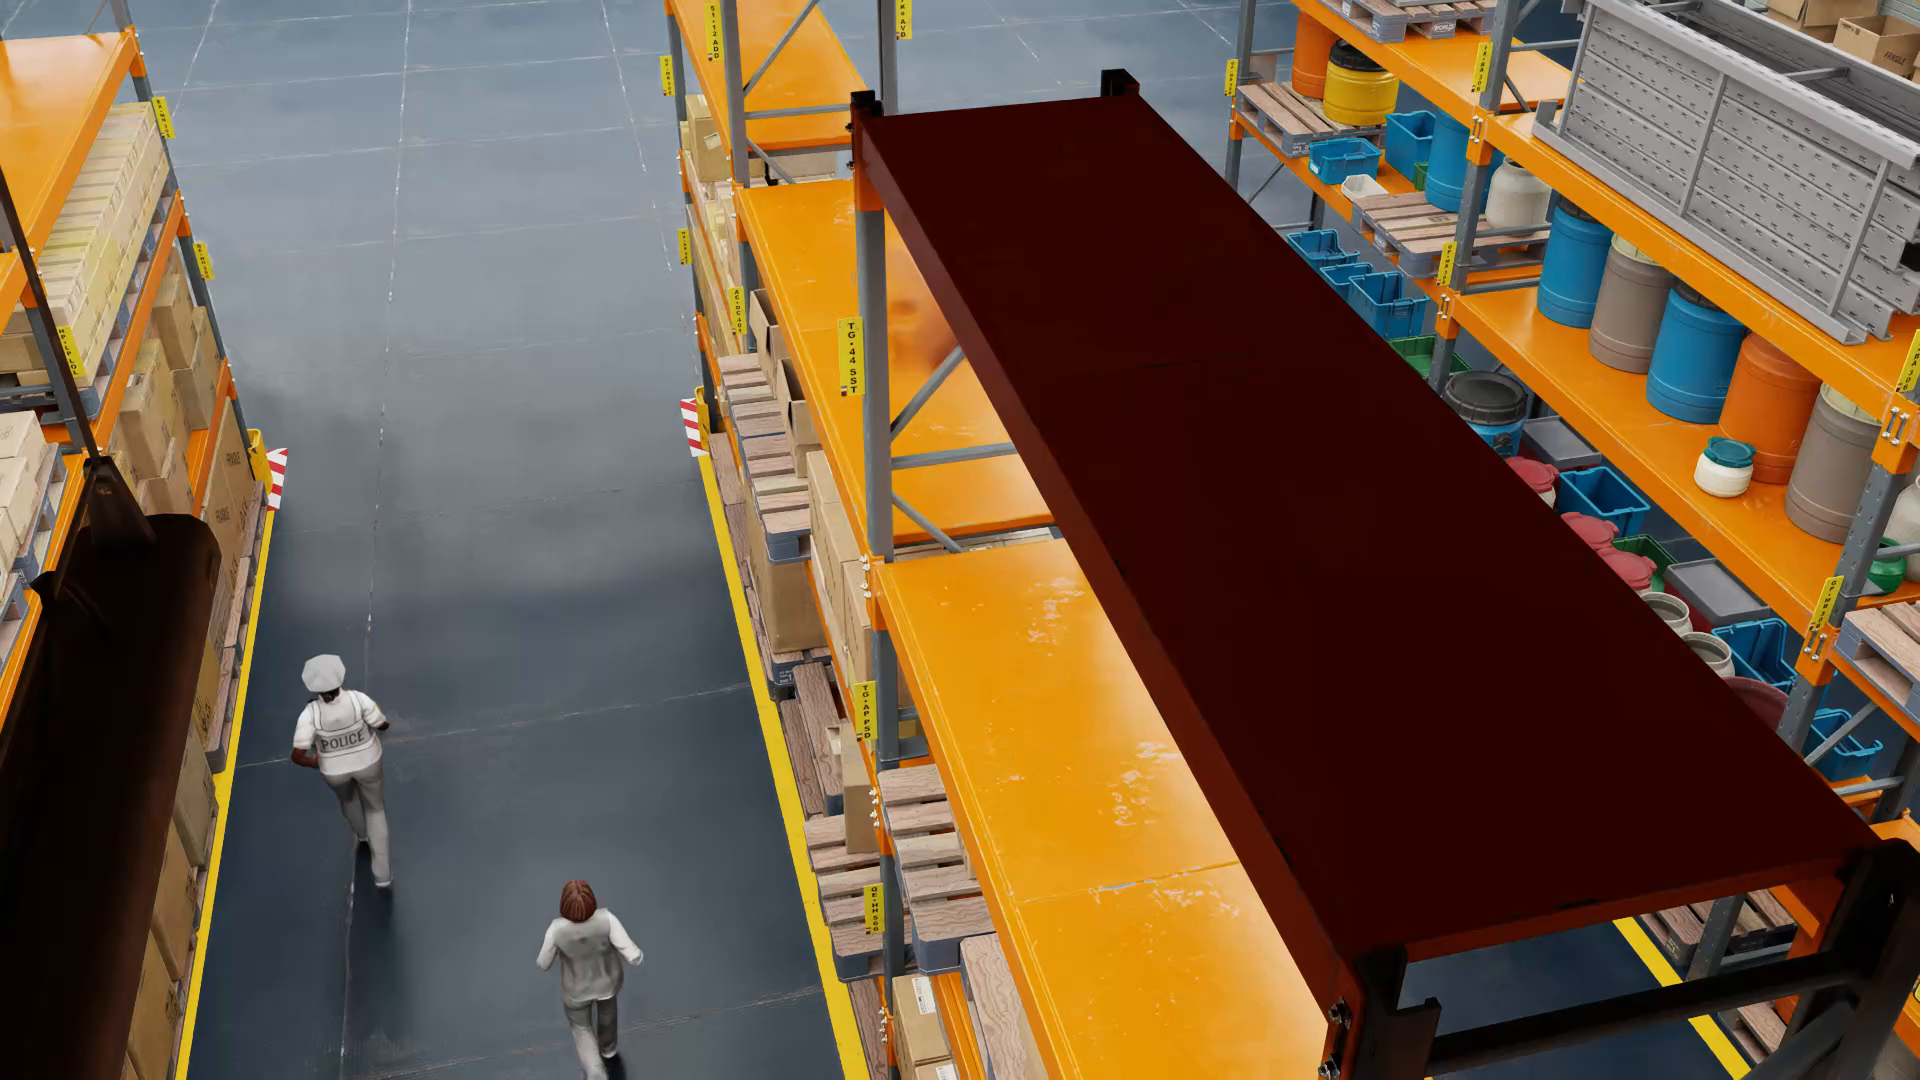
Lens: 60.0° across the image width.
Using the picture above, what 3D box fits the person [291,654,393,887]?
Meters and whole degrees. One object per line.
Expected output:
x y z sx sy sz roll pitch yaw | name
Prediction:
-3.836 1.425 10.472 0.570 1.719 0.850 -10 36 -15 | person

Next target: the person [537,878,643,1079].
-2.004 2.449 9.123 0.548 1.568 0.805 -11 36 -15 | person
